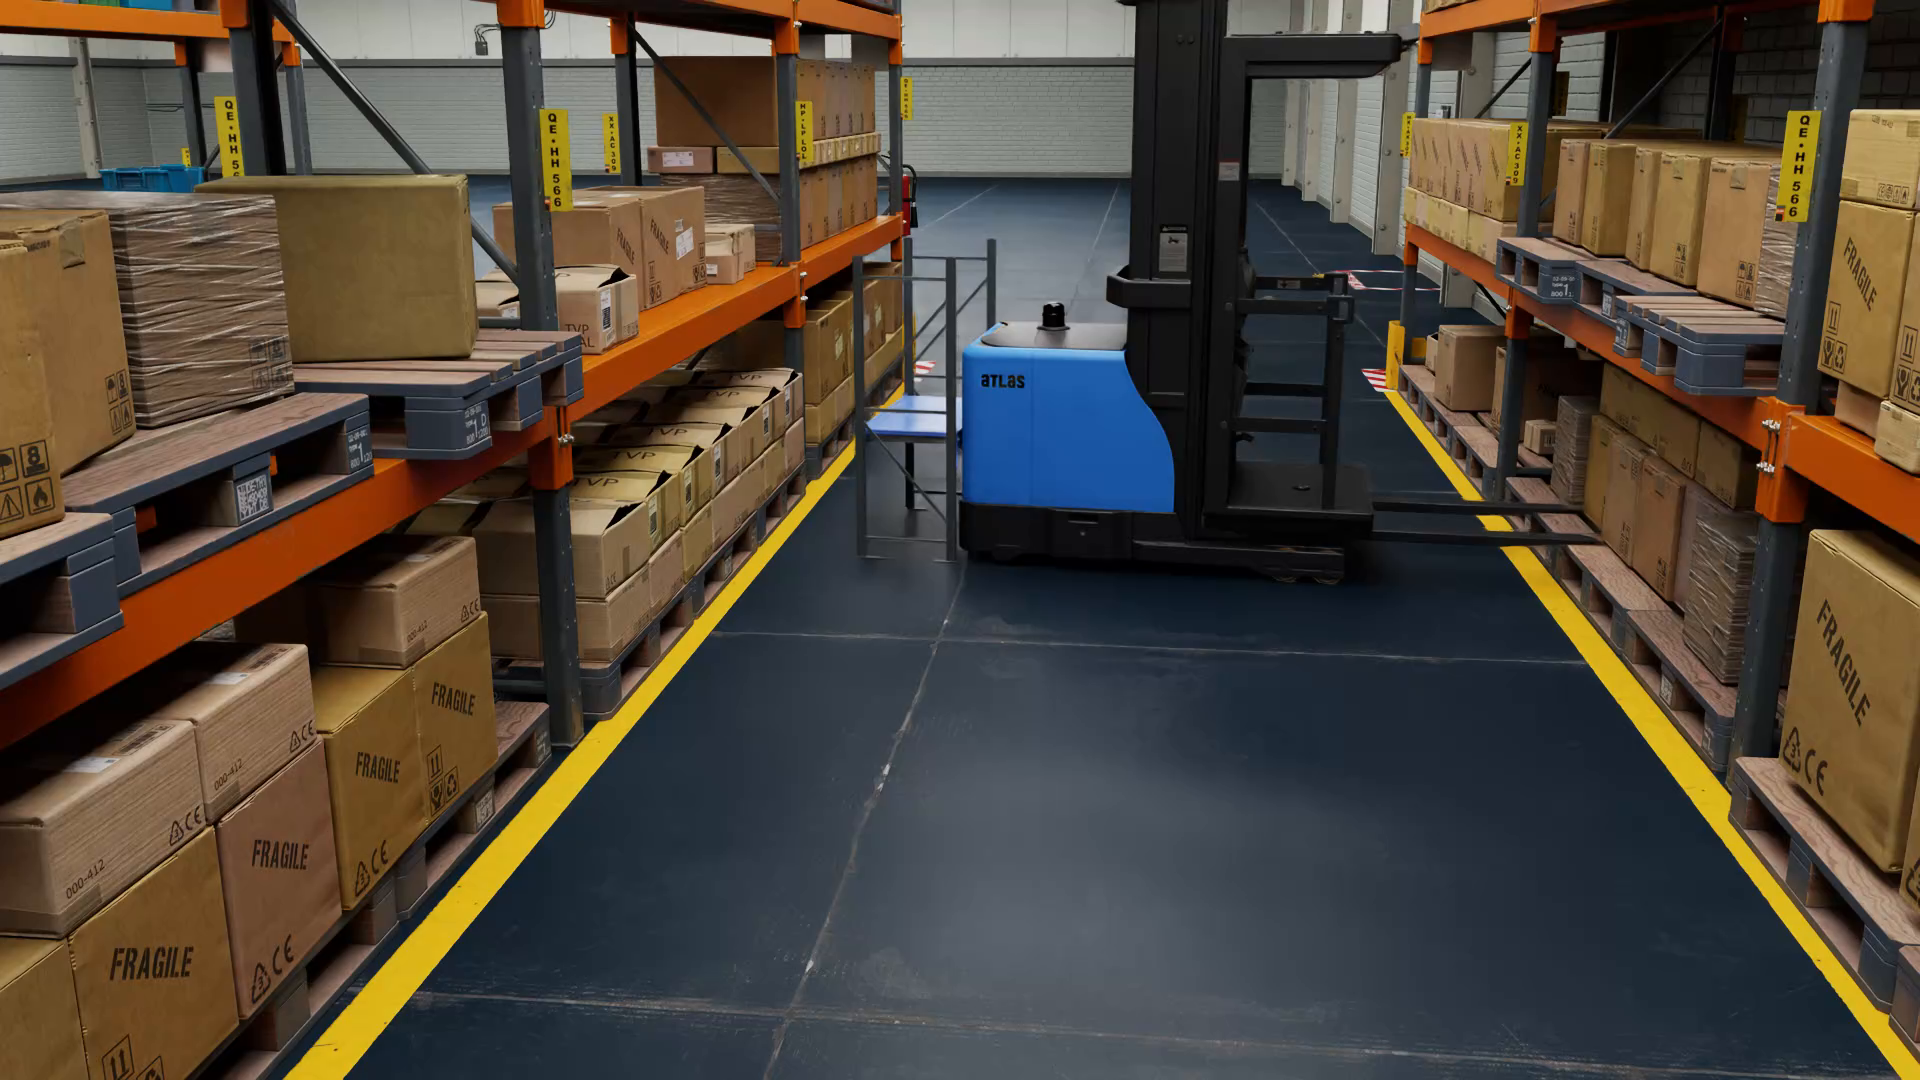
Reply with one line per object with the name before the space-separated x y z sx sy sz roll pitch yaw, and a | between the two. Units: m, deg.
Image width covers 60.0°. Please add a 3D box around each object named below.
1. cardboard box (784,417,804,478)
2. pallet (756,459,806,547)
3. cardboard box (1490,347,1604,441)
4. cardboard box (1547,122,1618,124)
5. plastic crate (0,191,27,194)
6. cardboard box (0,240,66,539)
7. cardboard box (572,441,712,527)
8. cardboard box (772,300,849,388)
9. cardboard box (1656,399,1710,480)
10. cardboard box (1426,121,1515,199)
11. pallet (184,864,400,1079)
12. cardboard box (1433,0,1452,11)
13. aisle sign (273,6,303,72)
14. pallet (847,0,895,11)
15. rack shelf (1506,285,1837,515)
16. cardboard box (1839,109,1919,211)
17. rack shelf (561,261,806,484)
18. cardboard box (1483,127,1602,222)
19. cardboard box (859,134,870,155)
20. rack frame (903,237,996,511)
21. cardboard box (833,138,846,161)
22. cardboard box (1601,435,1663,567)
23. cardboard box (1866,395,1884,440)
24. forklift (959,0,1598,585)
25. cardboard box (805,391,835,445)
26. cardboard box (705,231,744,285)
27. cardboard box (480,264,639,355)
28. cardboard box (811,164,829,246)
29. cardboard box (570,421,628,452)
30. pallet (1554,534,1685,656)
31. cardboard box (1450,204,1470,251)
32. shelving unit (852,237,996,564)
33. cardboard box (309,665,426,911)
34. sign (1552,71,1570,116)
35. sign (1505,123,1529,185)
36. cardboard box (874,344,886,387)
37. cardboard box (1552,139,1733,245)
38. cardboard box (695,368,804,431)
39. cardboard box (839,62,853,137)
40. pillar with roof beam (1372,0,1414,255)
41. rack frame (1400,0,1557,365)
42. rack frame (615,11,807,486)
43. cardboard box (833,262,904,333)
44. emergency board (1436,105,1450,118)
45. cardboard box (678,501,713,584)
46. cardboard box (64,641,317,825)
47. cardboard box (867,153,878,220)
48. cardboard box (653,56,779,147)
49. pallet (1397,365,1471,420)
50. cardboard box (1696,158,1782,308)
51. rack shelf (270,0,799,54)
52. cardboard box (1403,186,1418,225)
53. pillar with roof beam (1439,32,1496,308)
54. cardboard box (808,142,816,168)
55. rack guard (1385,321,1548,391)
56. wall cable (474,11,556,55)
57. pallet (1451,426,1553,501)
cardboard box | -1.169 -0.529 9.334 0.500 0.250 0.500 2 15 6
pallet | -1.455 -0.231 9.112 1.003 0.211 1.213 2 15 6
cardboard box | 3.589 -0.901 10.192 0.500 0.500 0.500 1 15 2
cardboard box | 3.944 -2.438 10.743 0.500 0.500 0.500 2 15 7
plastic crate | -6.146 -2.018 10.499 0.767 0.338 0.504 2 15 6
cardboard box | -2.023 -0.242 2.815 0.700 0.500 0.500 4 16 15
cardboard box | -1.400 -0.274 7.318 0.500 0.311 0.500 1 15 5
cardboard box | -0.998 -1.248 10.557 0.500 0.500 0.500 2 15 6
cardboard box | 3.270 -0.423 6.988 0.500 0.250 0.500 2 15 6
cardboard box | 3.481 -2.585 11.286 0.500 0.500 0.500 1 15 4
pallet | -2.124 1.122 4.108 1.003 0.211 1.213 2 15 6
cardboard box | 3.581 -3.950 11.548 0.500 0.500 0.500 3 15 10
aisle sign | -5.577 -4.219 13.537 0.394 0.787 0.004 2 15 6
pallet | -1.065 -4.030 12.241 1.003 0.211 1.213 2 15 6
rack shelf | 3.286 -0.759 7.099 1.077 0.370 4.000 2 15 6
cardboard box | 2.750 -1.033 4.499 0.500 0.250 0.500 2 15 8
rack shelf | -1.636 -0.903 7.635 1.077 0.370 4.000 2 15 6
cardboard box | 3.258 -2.056 9.330 0.500 0.500 0.500 2 15 6
cardboard box | -0.870 -2.929 12.315 0.380 0.149 0.250 1 15 5
rack frame | -0.056 -0.883 9.055 0.500 1.500 0.032 3 15 12
cardboard box | -0.986 -2.661 11.323 0.380 0.149 0.250 1 15 5
cardboard box | 3.339 -0.172 7.498 0.700 0.500 0.500 2 15 7
cardboard box | 2.756 -0.332 4.586 0.380 0.149 0.250 2 15 7
forklift | 1.565 -1.353 8.052 3.031 2.935 1.130 3 15 11
cardboard box | -1.057 -0.756 10.175 0.500 0.250 0.500 2 15 6
cardboard box | -1.327 -1.471 8.614 0.396 0.266 0.258 1 15 5
cardboard box | -1.568 -0.915 6.471 0.500 0.311 0.500 2 15 6
cardboard box | -1.253 -2.200 10.860 0.700 0.500 0.500 2 15 7
cardboard box | -1.877 -0.417 7.846 0.500 0.311 0.500 2 15 8
pallet | 3.290 0.241 7.367 1.003 0.211 1.213 2 15 6
cardboard box | 3.370 -1.953 10.389 0.500 0.250 0.500 2 15 6
shelving unit | -0.161 -0.753 8.575 0.538 1.500 1.048 3 15 12
cardboard box | -1.793 0.646 4.473 0.500 0.500 0.500 1 15 4
sign | 4.513 -3.352 12.488 0.100 0.325 0.005 2 15 6
sign | 2.972 -2.056 8.862 0.100 0.325 0.005 2 15 6
cardboard box | -0.825 -1.275 12.093 0.500 0.250 0.500 2 15 6
cardboard box | 3.421 -1.754 8.368 0.700 0.500 0.500 2 15 6
cardboard box | -1.171 -0.802 9.271 0.500 0.311 0.500 2 15 6
cardboard box | -1.141 -3.080 11.628 0.700 0.500 0.500 2 15 6
pillar with roof beam | 1.820 -8.590 23.190 9.100 9.000 0.400 2 15 6
rack frame | 3.963 -2.662 12.760 1.000 3.000 0.127 2 15 6
rack frame | -1.411 -1.769 9.459 1.000 3.000 0.127 2 15 6
cardboard box | -0.724 -1.896 12.955 0.500 0.500 0.500 2 15 6
emergency board | 5.738 -4.651 20.116 0.194 1.169 0.643 2 15 6
cardboard box | -1.402 0.000 7.379 0.500 0.250 0.500 1 15 5
cardboard box | -1.848 0.430 3.835 0.500 0.250 0.500 1 15 5
cardboard box | -1.025 -2.734 12.837 0.700 0.500 0.500 2 15 6
cardboard box | -1.367 -2.559 9.703 0.700 0.500 0.500 2 15 7
pallet | 3.828 -1.087 12.276 1.003 0.211 1.213 2 15 6
cardboard box | 3.140 -1.116 6.007 0.700 0.500 0.500 0 15 1
rack shelf | -1.636 -2.351 7.243 1.077 0.370 4.000 2 15 6
cardboard box | 3.593 -2.482 12.344 0.500 0.250 0.500 1 15 5
pillar with roof beam | 1.143 -7.034 17.435 9.100 9.000 0.400 2 15 6
cardboard box | -1.104 -2.395 10.338 0.380 0.149 0.250 2 15 6
rack guard | 3.955 -1.436 13.013 1.175 0.500 0.348 2 15 6
wall cable | -12.092 -16.143 44.606 2.305 6.003 0.169 2 15 6
pallet | 3.553 -0.454 9.935 1.003 0.211 1.213 2 15 6
